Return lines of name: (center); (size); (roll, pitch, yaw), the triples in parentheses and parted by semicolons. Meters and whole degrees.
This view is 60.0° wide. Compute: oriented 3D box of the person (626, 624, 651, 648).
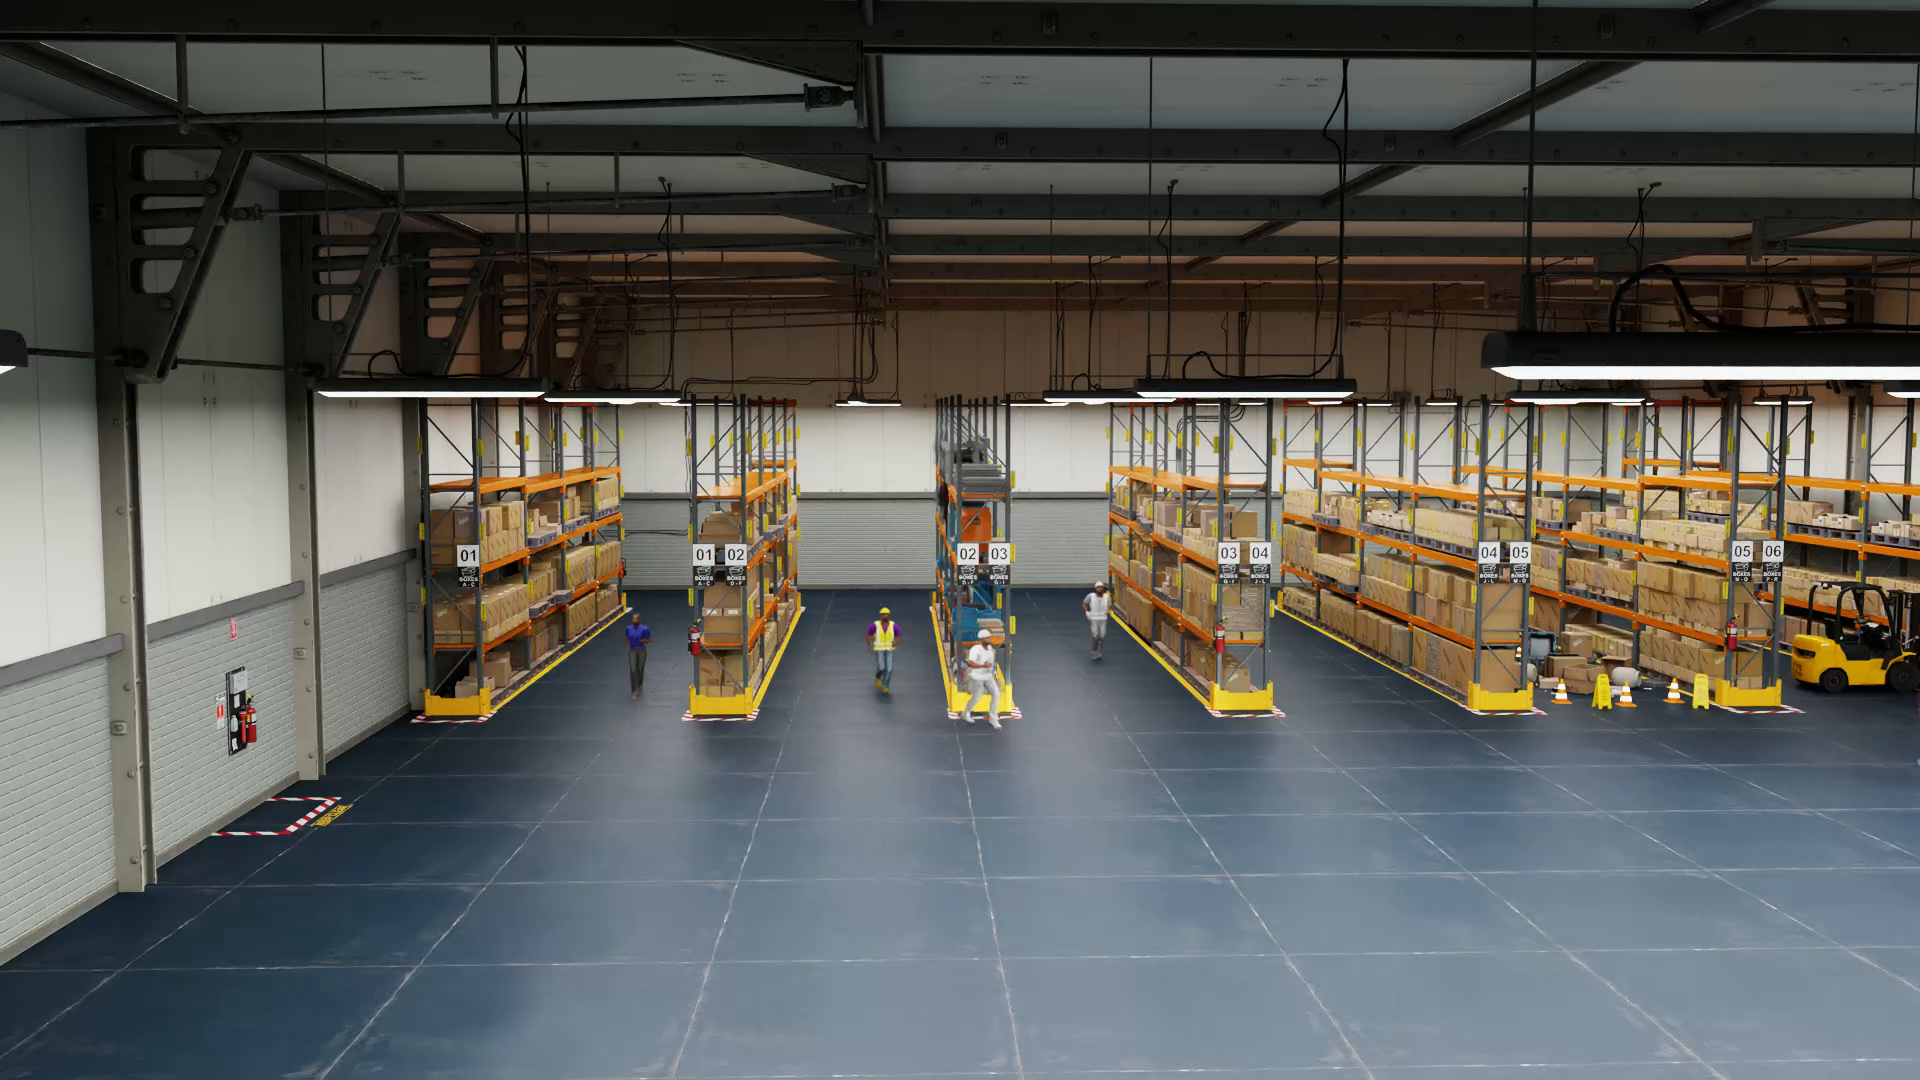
person: (-6.403, 1.898, 33.092); (0.518, 0.503, 0.405); (-1, 5, -7)

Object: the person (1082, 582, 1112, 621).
person: (3.175, 1.398, 37.984); (0.660, 0.884, 0.586); (-1, 5, -8)

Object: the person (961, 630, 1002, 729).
person: (0.377, 2.497, 29.942); (0.842, 1.795, 0.719); (4, 6, 44)

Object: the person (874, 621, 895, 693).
person: (-1.507, 2.362, 33.497); (0.434, 1.448, 0.530); (-1, 5, -11)
